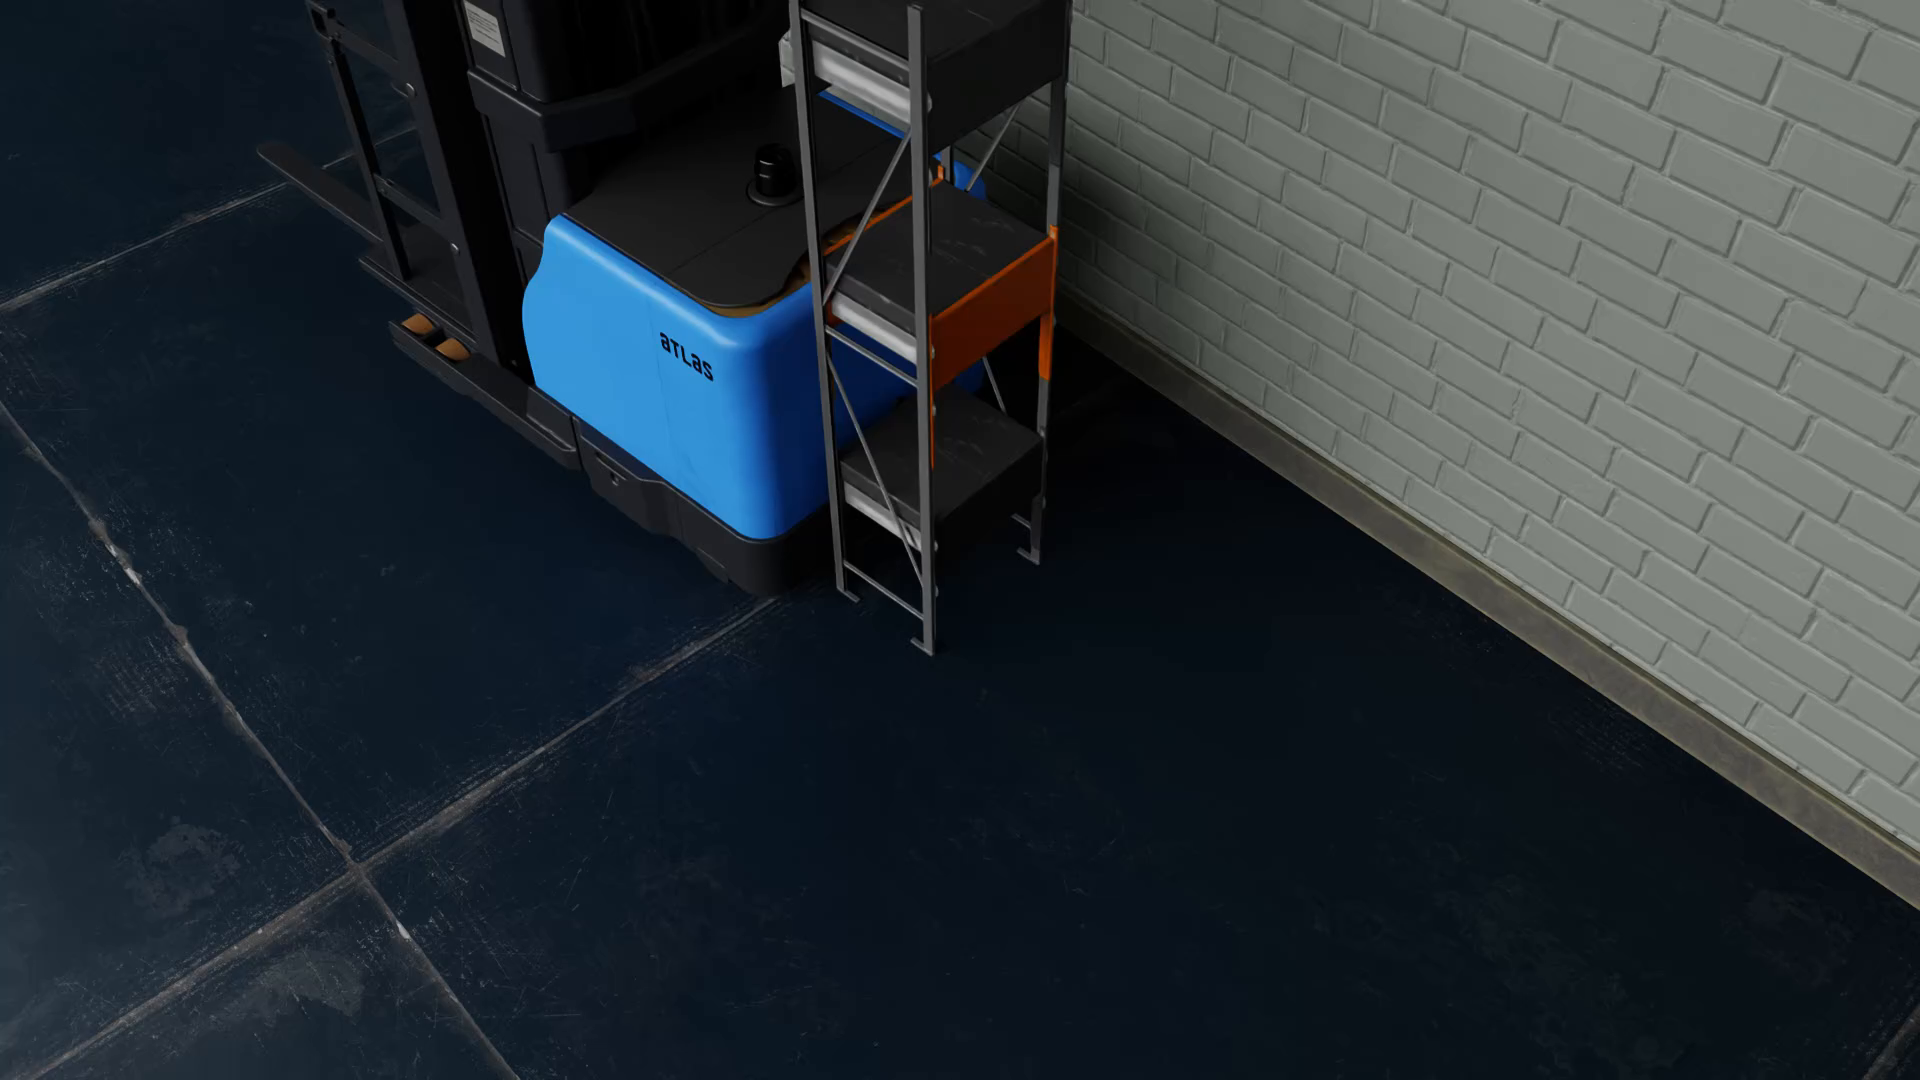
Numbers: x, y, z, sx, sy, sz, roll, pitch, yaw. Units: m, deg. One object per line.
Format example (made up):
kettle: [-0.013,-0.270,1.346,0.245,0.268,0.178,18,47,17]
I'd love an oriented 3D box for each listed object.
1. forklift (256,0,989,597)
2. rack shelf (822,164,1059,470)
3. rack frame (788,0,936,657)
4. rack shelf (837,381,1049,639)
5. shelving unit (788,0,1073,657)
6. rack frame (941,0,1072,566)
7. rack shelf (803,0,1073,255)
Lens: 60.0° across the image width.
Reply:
forklift: [-1.338,-1.774,4.893,3.031,2.935,1.130,34,56,27]
rack shelf: [-0.062,-0.590,4.384,0.431,0.518,0.480,34,56,27]
rack frame: [-0.225,-0.466,4.252,0.400,2.100,0.015,34,56,27]
rack shelf: [-0.062,-0.115,4.899,0.431,0.518,0.480,34,56,27]
shelving unit: [-0.062,-0.599,4.374,0.431,2.100,0.503,34,56,27]
rack frame: [0.102,-0.732,4.497,0.400,2.100,0.015,34,56,27]
rack shelf: [-0.062,-1.065,3.870,0.431,0.518,0.480,34,56,27]
